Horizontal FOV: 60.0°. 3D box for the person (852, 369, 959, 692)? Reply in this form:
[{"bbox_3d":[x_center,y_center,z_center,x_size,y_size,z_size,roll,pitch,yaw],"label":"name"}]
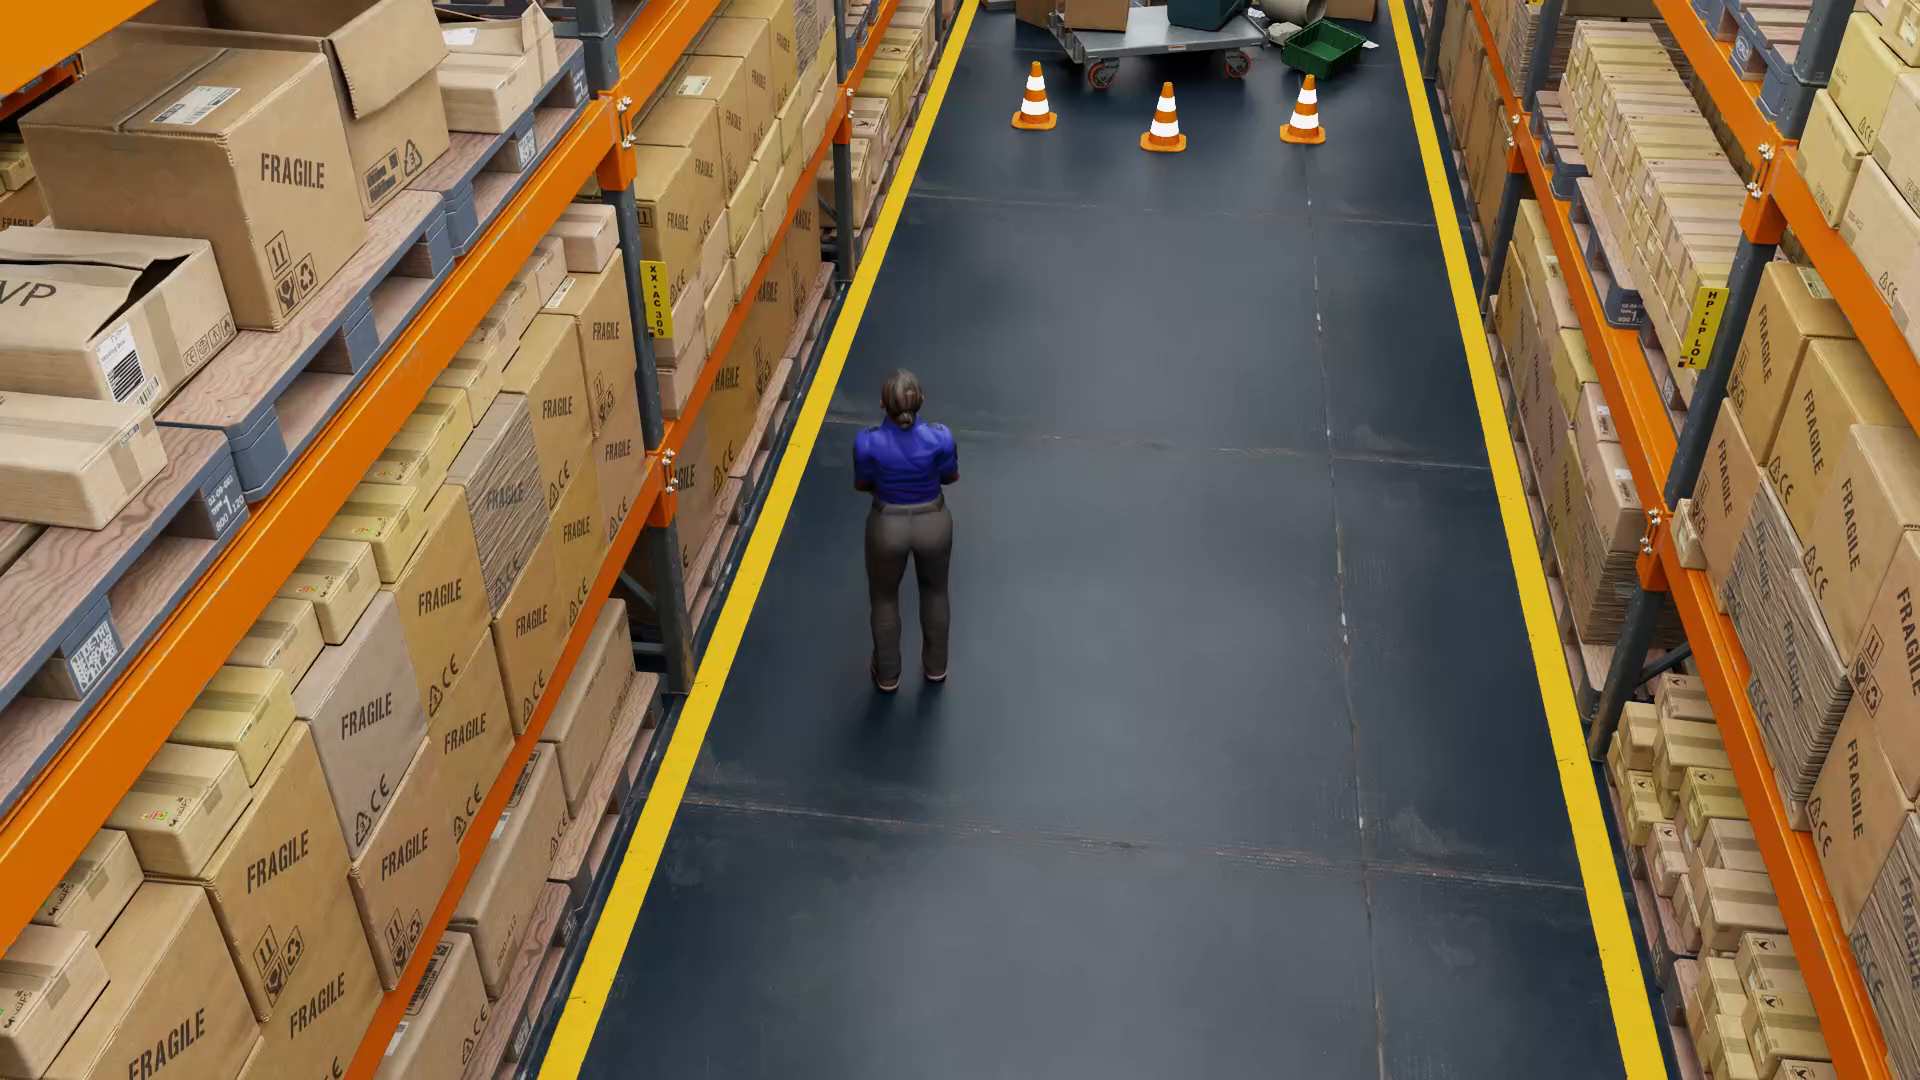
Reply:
[{"bbox_3d":[-0.230,-0.084,7.165,0.449,1.645,0.521,-4,37,-5],"label":"person"}]
